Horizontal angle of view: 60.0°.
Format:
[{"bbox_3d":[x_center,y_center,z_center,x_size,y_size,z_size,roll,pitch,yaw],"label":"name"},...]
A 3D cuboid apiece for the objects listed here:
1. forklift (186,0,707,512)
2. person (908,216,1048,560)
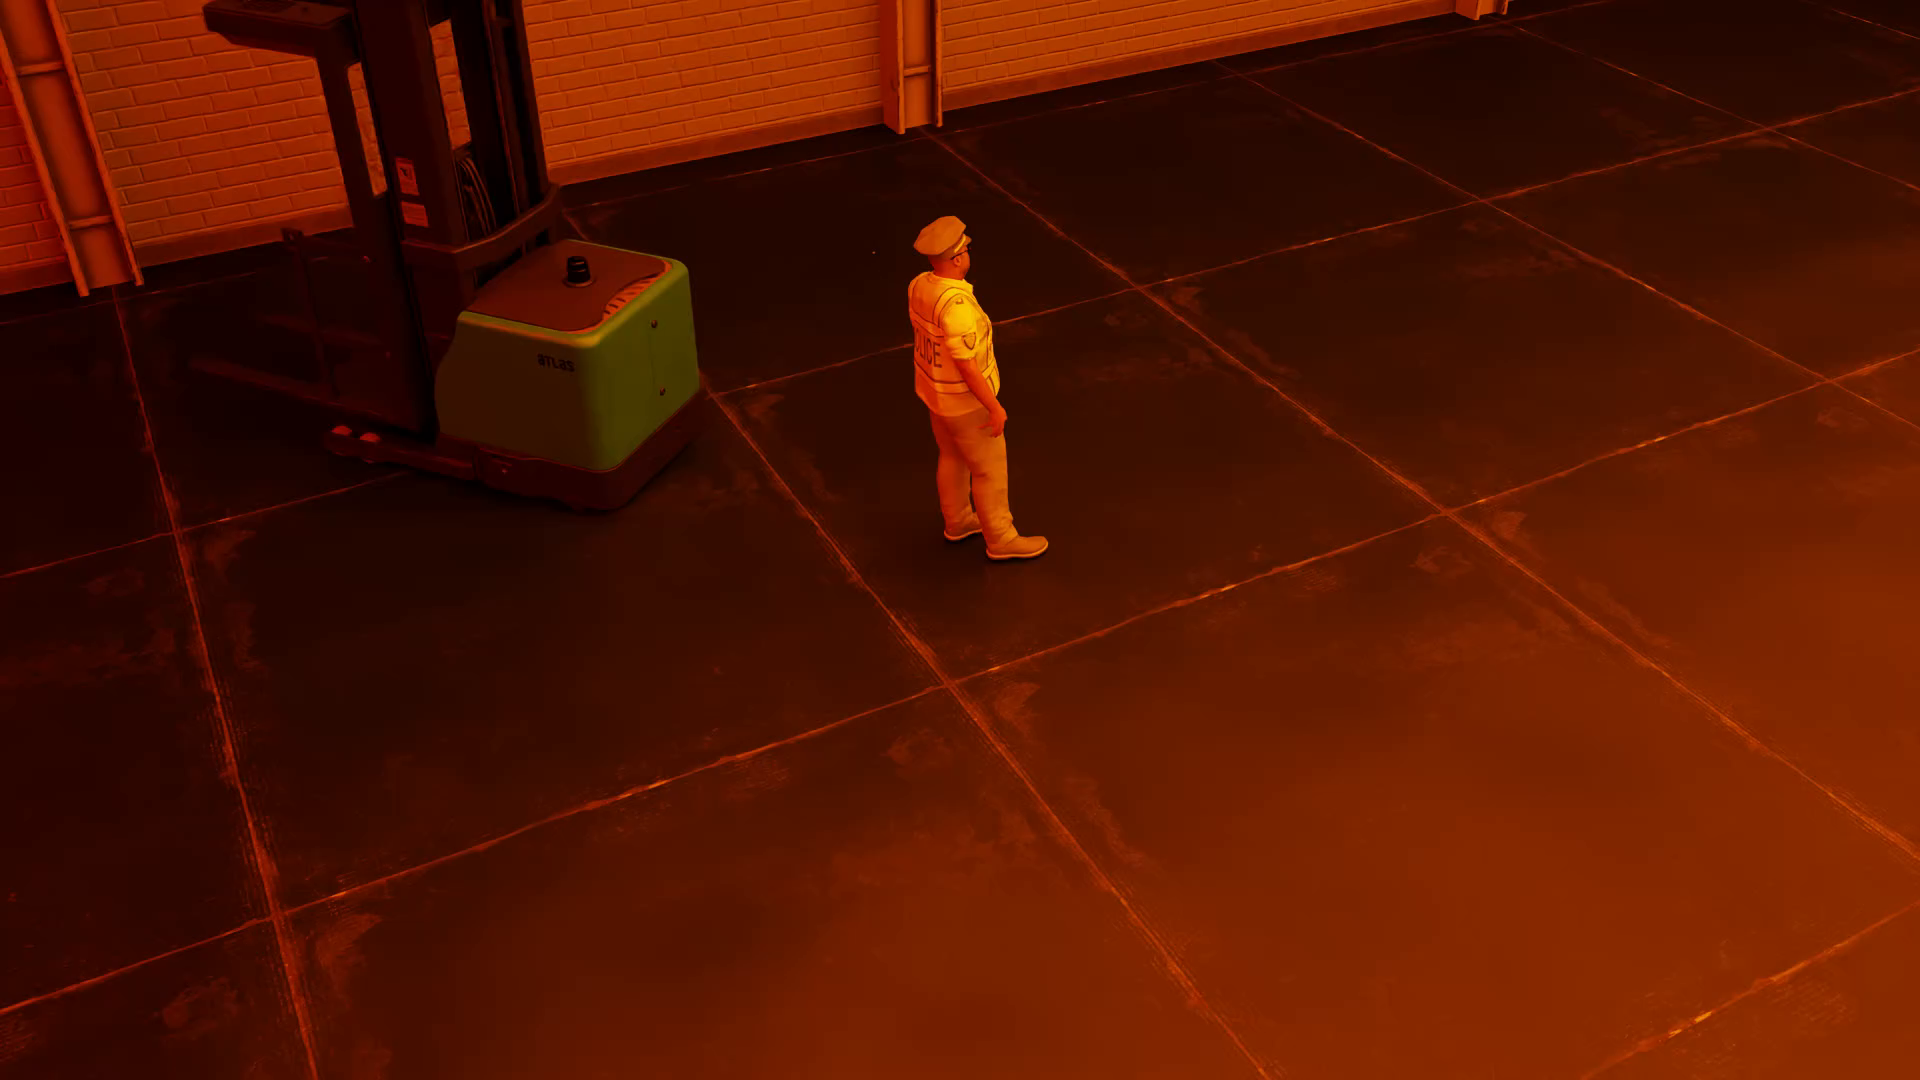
[{"bbox_3d":[-3.010,-1.891,8.798,3.031,2.935,1.130,14,37,18],"label":"forklift"},{"bbox_3d":[0.075,-0.749,8.165,0.574,1.780,0.640,-17,39,-23],"label":"person"}]
